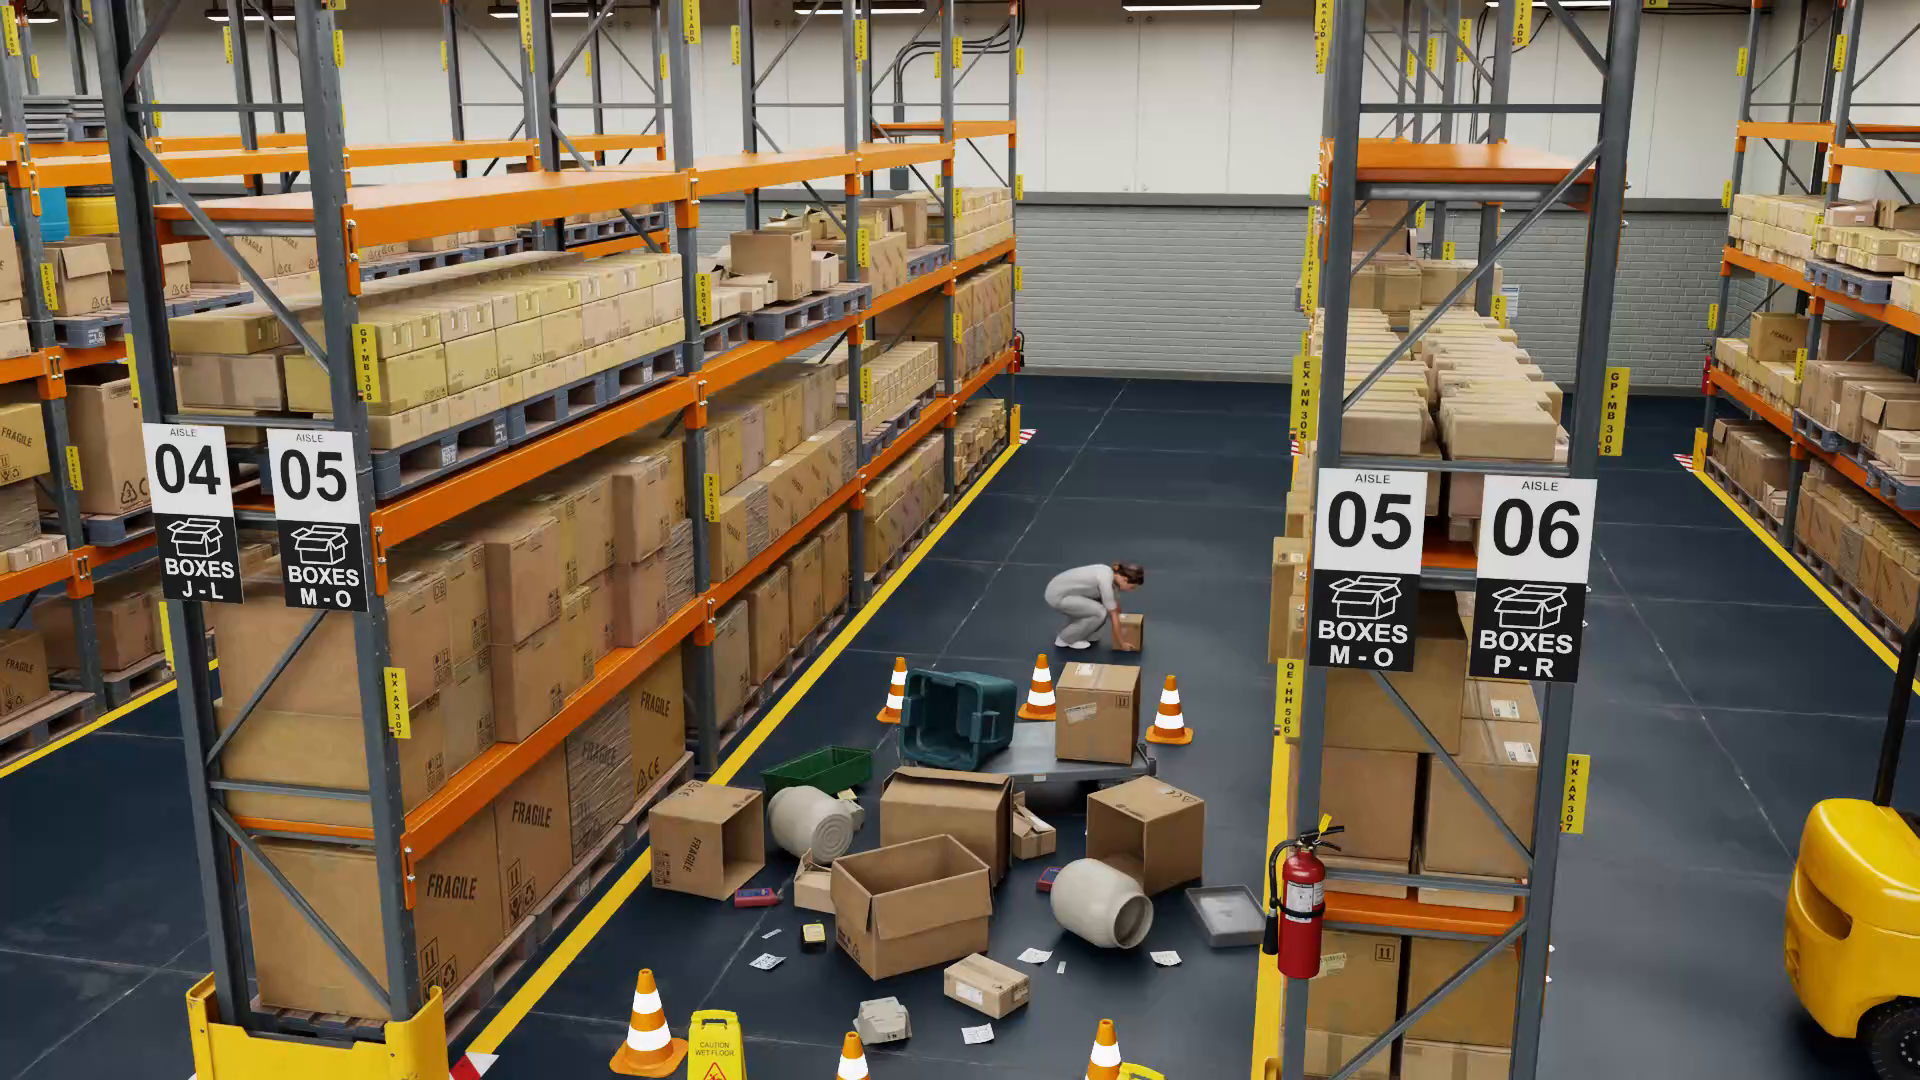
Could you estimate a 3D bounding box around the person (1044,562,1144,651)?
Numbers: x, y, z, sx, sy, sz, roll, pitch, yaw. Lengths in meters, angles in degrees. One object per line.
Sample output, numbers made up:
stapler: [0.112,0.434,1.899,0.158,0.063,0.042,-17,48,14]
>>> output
person: [1.151,0.556,14.299,0.848,0.793,0.456,3,15,10]
